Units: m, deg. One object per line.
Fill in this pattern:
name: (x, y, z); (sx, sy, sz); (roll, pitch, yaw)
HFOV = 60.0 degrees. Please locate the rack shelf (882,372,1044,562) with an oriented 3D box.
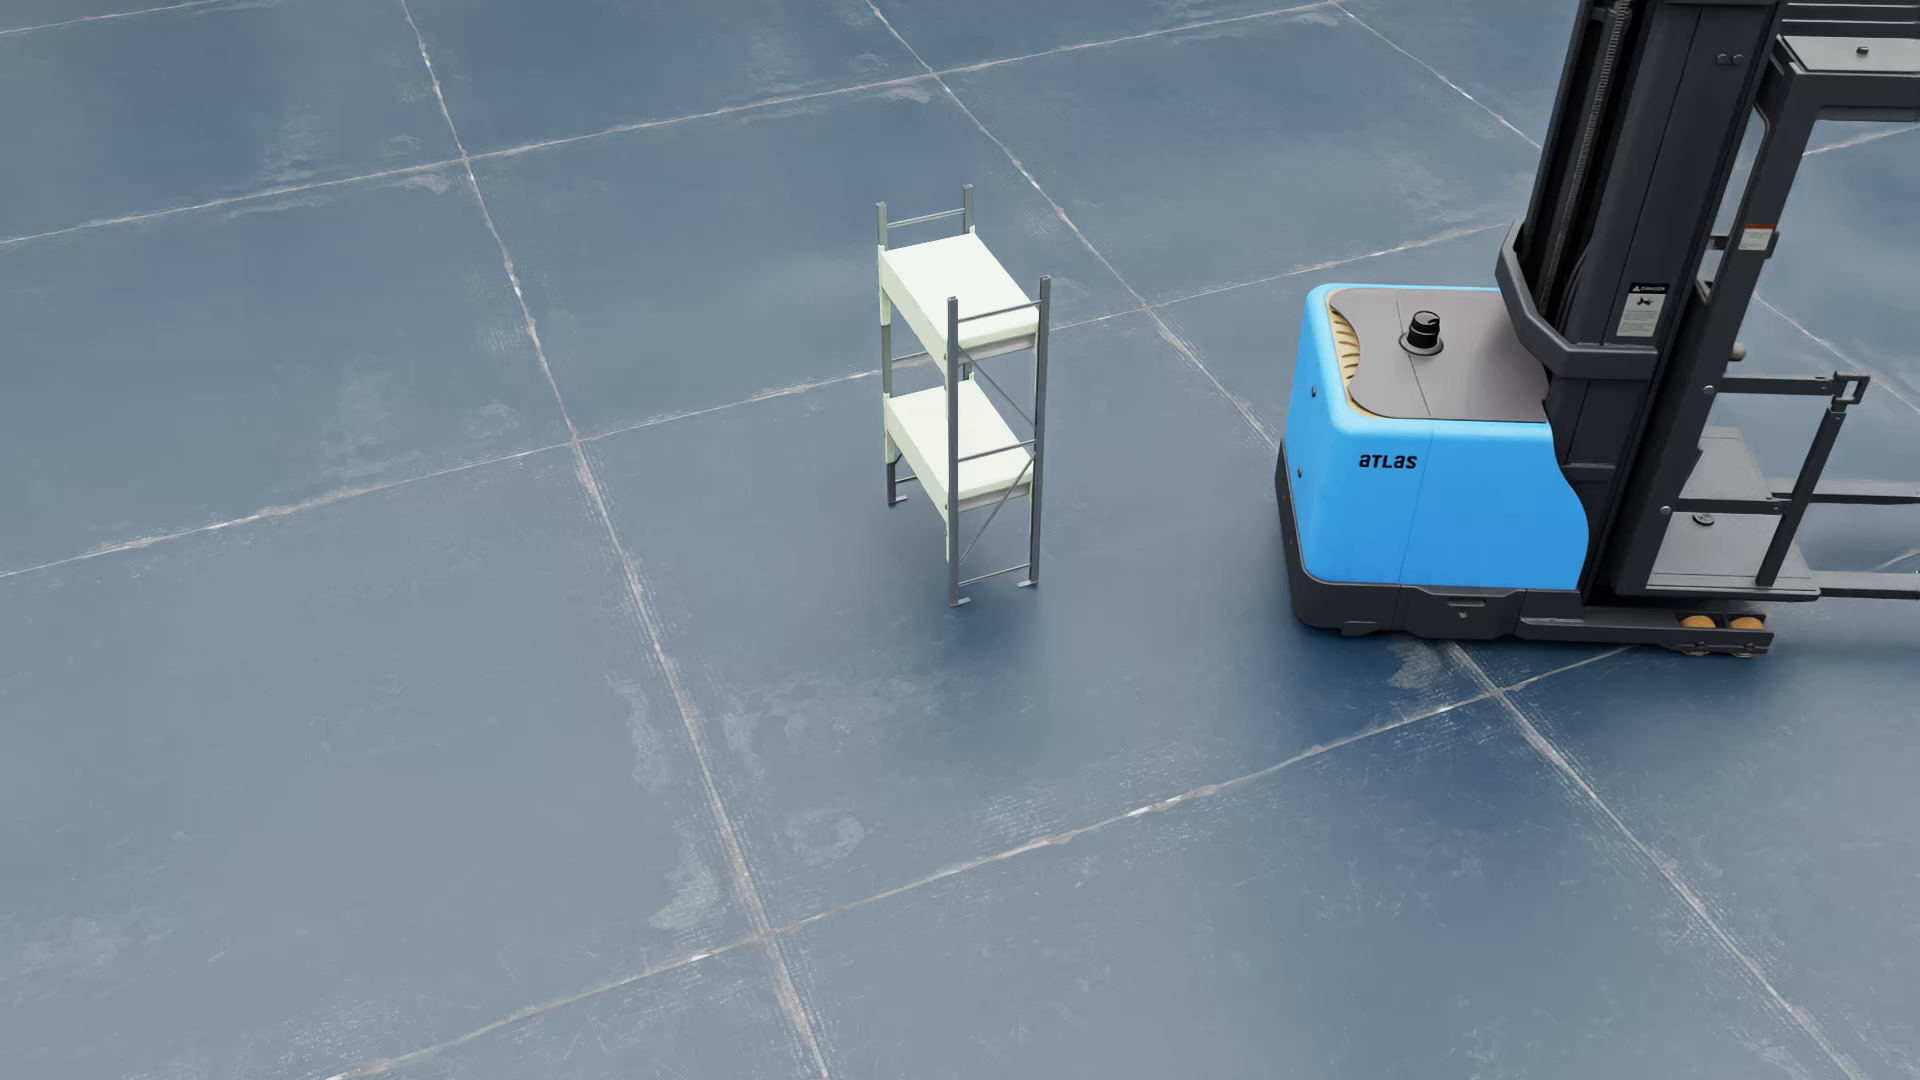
rack shelf: (0.003, -0.317, 6.969); (0.431, 0.370, 0.720); (-15, 43, -17)

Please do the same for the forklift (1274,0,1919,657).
forklift: (2.900, -0.997, 6.161); (3.031, 2.935, 1.130); (2, 41, 2)

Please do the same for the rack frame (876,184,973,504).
rack frame: (-0.137, -0.785, 7.013); (0.400, 1.500, 0.023); (-15, 43, -17)

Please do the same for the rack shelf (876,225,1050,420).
rack shelf: (0.003, -0.861, 6.502); (0.431, 0.370, 0.720); (-15, 43, -17)

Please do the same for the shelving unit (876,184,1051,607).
shelving unit: (0.003, -0.565, 6.756); (0.431, 1.500, 0.755); (-15, 43, -17)

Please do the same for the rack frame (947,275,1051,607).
rack frame: (0.143, -0.344, 6.500); (0.400, 1.500, 0.023); (-15, 43, -17)
